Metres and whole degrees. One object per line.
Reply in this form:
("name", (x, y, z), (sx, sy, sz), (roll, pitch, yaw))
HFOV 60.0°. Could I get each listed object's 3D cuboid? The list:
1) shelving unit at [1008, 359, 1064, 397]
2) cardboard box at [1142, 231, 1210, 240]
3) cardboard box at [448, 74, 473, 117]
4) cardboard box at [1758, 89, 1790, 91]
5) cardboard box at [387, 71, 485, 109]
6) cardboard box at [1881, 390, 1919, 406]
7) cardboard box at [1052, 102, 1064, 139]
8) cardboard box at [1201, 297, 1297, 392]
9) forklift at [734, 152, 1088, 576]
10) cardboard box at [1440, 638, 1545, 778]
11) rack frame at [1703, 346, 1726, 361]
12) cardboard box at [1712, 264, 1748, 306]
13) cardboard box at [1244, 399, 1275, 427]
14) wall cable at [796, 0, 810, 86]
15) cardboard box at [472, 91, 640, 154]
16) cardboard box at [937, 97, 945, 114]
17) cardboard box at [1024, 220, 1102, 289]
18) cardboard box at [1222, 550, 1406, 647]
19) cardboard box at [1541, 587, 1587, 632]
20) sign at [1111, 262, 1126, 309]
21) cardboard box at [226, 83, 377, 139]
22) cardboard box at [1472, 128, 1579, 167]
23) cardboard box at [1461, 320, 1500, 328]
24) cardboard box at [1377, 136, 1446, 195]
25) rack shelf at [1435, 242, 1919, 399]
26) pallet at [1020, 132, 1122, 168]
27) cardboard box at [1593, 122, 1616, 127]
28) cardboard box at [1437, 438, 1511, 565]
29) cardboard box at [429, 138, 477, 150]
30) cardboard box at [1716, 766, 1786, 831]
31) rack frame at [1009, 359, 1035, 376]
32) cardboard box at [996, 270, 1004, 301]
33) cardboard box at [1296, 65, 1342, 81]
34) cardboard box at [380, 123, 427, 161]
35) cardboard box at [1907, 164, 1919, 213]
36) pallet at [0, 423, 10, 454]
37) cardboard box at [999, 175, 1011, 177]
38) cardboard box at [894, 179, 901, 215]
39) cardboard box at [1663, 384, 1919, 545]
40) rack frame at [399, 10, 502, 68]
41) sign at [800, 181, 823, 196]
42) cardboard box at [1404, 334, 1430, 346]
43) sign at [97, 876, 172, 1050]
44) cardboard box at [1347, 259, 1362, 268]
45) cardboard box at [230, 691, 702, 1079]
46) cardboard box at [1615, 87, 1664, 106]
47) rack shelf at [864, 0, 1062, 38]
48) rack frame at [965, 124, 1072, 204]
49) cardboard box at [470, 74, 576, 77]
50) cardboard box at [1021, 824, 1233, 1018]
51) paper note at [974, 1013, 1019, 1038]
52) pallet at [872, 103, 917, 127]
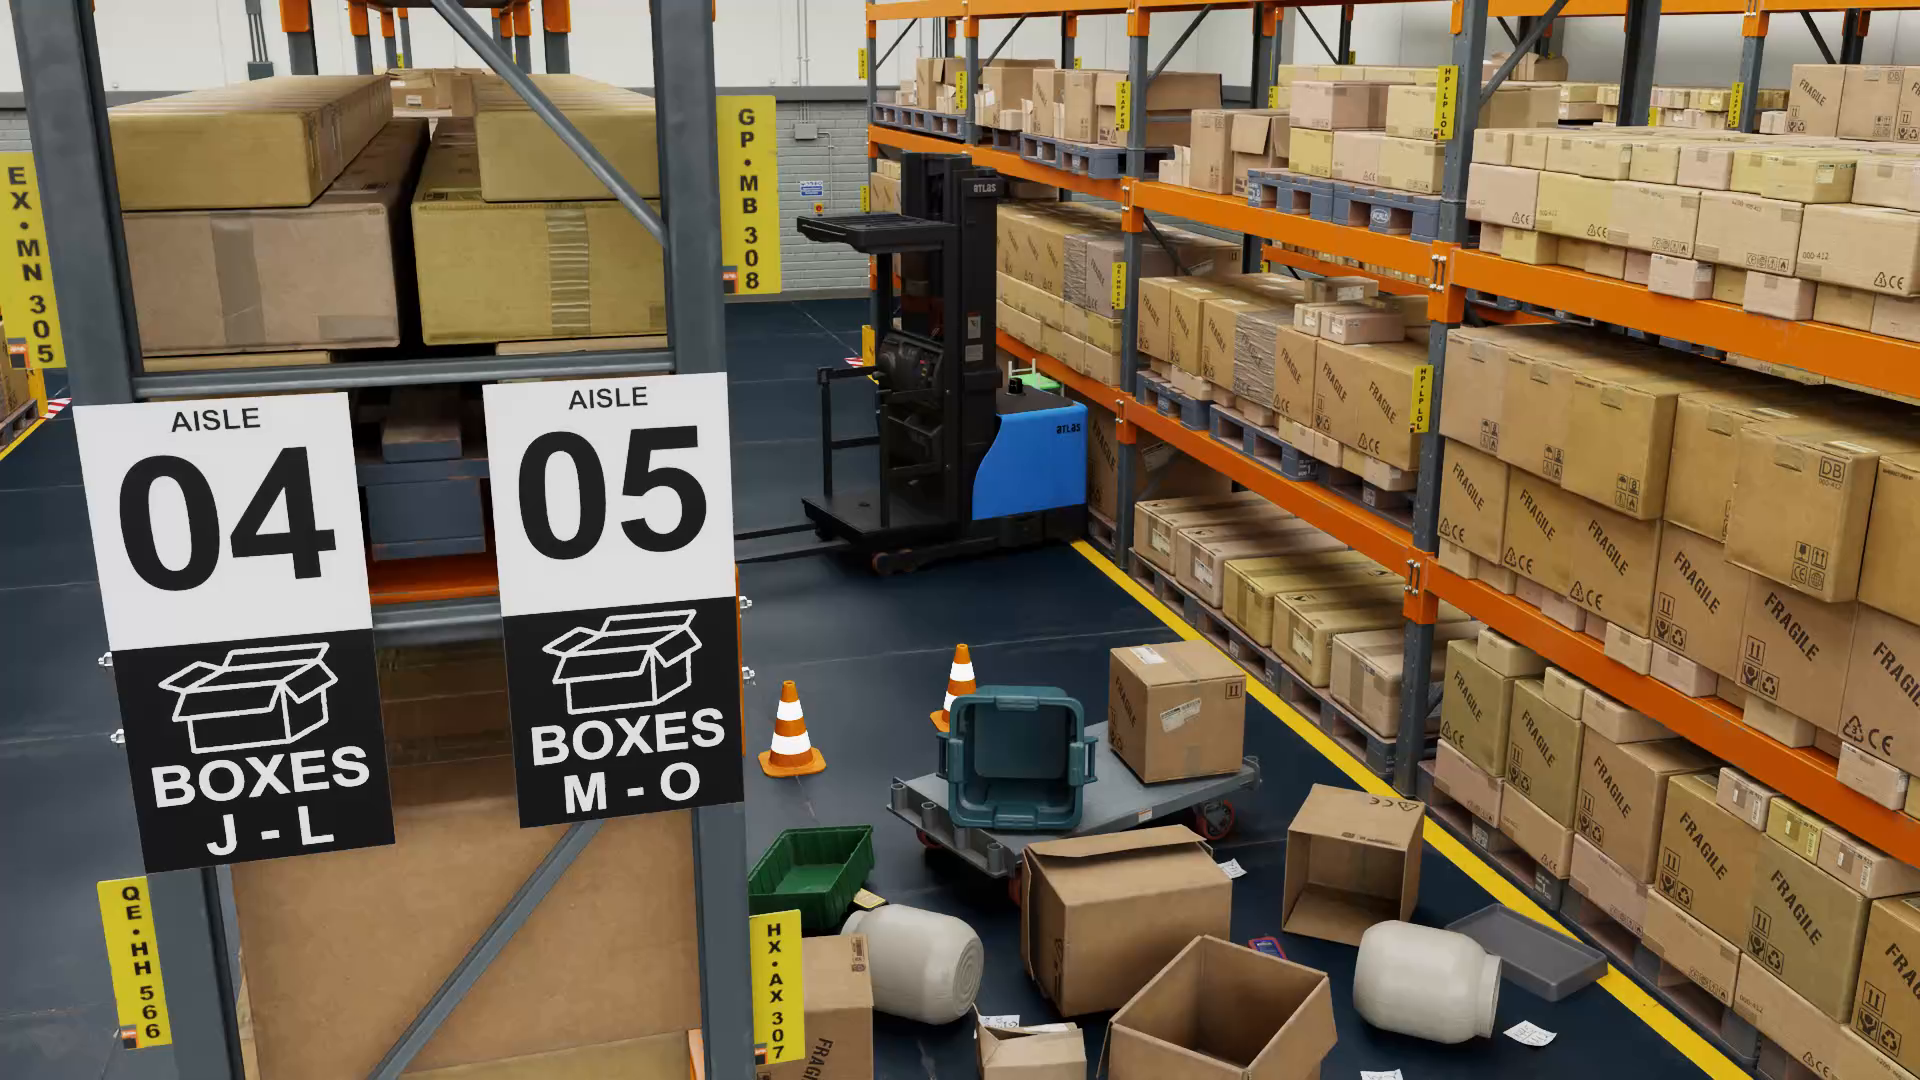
("shelving unit", (0.620, -0.839, 13.637), (0.258, 1.200, 0.503), (-9, 20, -24))
("cardboard box", (1.599, -2.090, 12.784), (0.500, 0.500, 0.500), (-5, 17, -15))
("cardboard box", (-2.340, -2.127, 8.526), (0.500, 0.500, 0.500), (-5, 17, -15))
("cardboard box", (6.539, -3.559, 13.423), (0.380, 0.149, 0.250), (-5, 17, -15))
("cardboard box", (-3.888, -3.208, 12.293), (0.797, 0.503, 0.637), (-5, 17, -16))
("cardboard box", (6.726, -1.026, 11.413), (0.500, 0.250, 0.500), (-4, 17, -13))
("cardboard box", (0.930, -3.198, 12.673), (0.396, 0.266, 0.258), (-5, 17, -17))
("cardboard box", (1.848, -1.230, 10.411), (0.500, 0.500, 0.500), (-4, 17, -14))
("forklift", (-0.548, -1.317, 12.241), (3.031, 2.935, 1.130), (-9, 19, -28))
("cardboard box", (2.646, 0.777, 7.899), (0.500, 0.500, 0.500), (-4, 17, -13))
("rack frame", (6.416, -1.665, 13.279), (1.000, 3.000, 0.127), (-5, 17, -15))
("cardboard box", (3.017, -0.948, 6.116), (0.380, 0.149, 0.250), (-5, 17, -15))
("cardboard box", (1.953, -0.796, 10.096), (0.380, 0.149, 0.250), (-4, 17, -14))
("wall cable", (-2.388, -7.908, 23.637), (0.463, 3.000, 0.029), (-5, 17, -15))
("cardboard box", (-0.953, -0.985, 3.949), (0.380, 0.149, 0.250), (-5, 17, -16))
("cardboard box", (-0.010, -4.167, 15.930), (0.380, 0.149, 0.250), (-4, 17, -14))
("cardboard box", (0.840, -2.340, 13.616), (0.500, 0.500, 0.500), (-5, 17, -16))
("cardboard box", (2.204, 0.357, 10.387), (0.950, 0.372, 0.625), (-4, 17, -13))
("cardboard box", (2.778, 0.276, 7.255), (0.380, 0.149, 0.250), (-4, 17, -14))
("sign", (1.112, -1.781, 11.654), (0.100, 0.325, 0.005), (-5, 17, -15))
("cardboard box", (-1.864, -1.213, 4.709), (0.380, 0.149, 0.250), (-5, 17, -15))
("cardboard box", (2.517, -1.750, 7.400), (0.380, 0.149, 0.250), (-5, 17, -16))
("cardboard box", (5.218, -2.113, 16.741), (0.380, 0.149, 0.250), (-5, 17, -16))
("cardboard box", (2.444, -1.881, 8.315), (0.500, 0.250, 0.500), (-5, 17, -16))
("rack shelf", (3.294, -0.703, 6.116), (1.077, 0.370, 4.000), (-5, 17, -15))
("pallet", (1.107, -3.100, 13.173), (1.003, 0.211, 1.213), (-4, 17, -13))
("cardboard box", (5.765, -3.429, 14.202), (0.500, 0.250, 0.500), (-5, 17, -15))
("cardboard box", (2.597, -0.211, 7.750), (0.500, 0.500, 0.500), (-5, 17, -15))
("cardboard box", (-1.191, -0.968, 4.585), (0.500, 0.250, 0.500), (-5, 17, -16))
("cardboard box", (3.070, 0.948, 6.202), (0.380, 0.149, 0.250), (-4, 17, -13))
("rack frame", (0.513, -0.909, 13.846), (0.240, 1.200, 0.015), (-9, 20, -24))
("cardboard box", (0.565, -2.259, 14.650), (0.500, 0.250, 0.500), (-4, 17, -14))
("cardboard box", (4.220, -5.339, 19.173), (0.500, 0.250, 0.500), (-5, 17, -16))
("cardboard box", (-1.982, -1.205, 5.374), (0.500, 0.250, 0.500), (-5, 17, -16))
("cardboard box", (3.264, -1.113, 5.278), (0.380, 0.149, 0.250), (-5, 17, -15))
("pallet", (-9.456, -0.813, 15.292), (1.003, 0.211, 1.213), (-5, 17, -15))
("cardboard box", (0.502, -3.533, 16.461), (0.380, 0.149, 0.250), (-5, 17, -16))
("cardboard box", (-0.398, -3.571, 17.715), (0.500, 0.500, 0.500), (-5, 17, -16))
("cardboard box", (3.118, -0.274, 6.221), (0.700, 0.500, 0.500), (-5, 17, -16))
("rack frame", (-5.286, -5.938, 17.077), (1.000, 3.000, 0.127), (-5, 17, -15))
("sign", (-2.189, -5.184, 24.527), (0.327, 0.218, 0.001), (-5, 17, -15))
("cardboard box", (2.753, -0.847, 9.137), (0.500, 0.500, 0.500), (-5, 17, -15))
("sign", (-1.414, 0.732, 2.876), (0.100, 0.325, 0.005), (-5, 17, -15))
("cardboard box", (4.580, -3.147, 18.652), (0.380, 0.149, 0.250), (-5, 17, -15))
("cardboard box", (-0.953, 0.666, 3.382), (0.875, 0.550, 0.550), (-5, 17, -15))
("cardboard box", (5.752, -3.724, 13.971), (0.380, 0.149, 0.250), (-5, 17, -16))
("rack shelf", (-0.004, -5.268, 16.793), (1.077, 0.370, 4.000), (-5, 17, -15))
("rack frame", (0.545, -2.377, 15.653), (1.000, 3.000, 0.127), (-5, 17, -15))
("cardboard box", (-1.581, -1.617, 6.052), (0.380, 0.149, 0.250), (-5, 17, -16))
("cardboard box", (0.661, 1.529, 6.752), (0.797, 0.637, 0.503), (-5, 17, -15))
("paper note", (0.145, 1.911, 6.550), (0.172, 0.023, 0.155), (1, 17, 4))
("pallet", (-0.340, -4.674, 18.237), (1.003, 0.211, 1.213), (-5, 17, -15))
